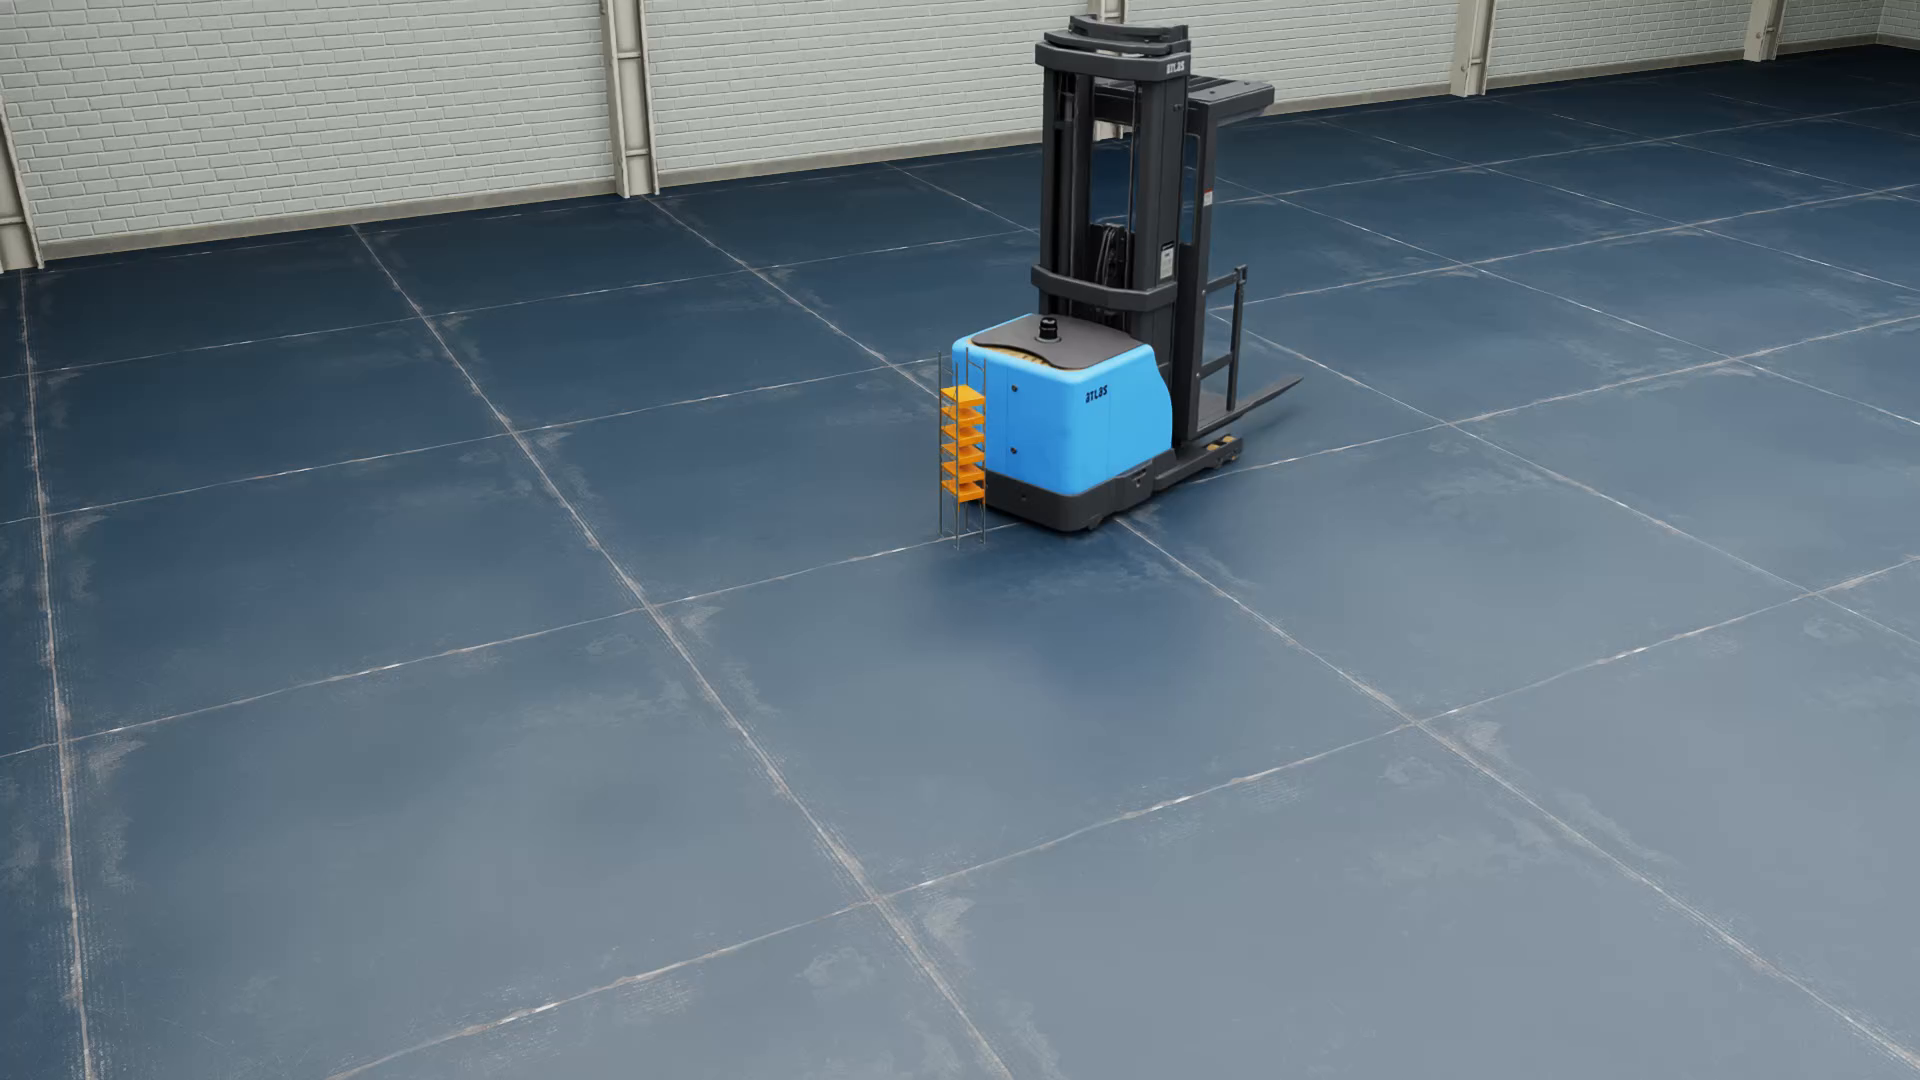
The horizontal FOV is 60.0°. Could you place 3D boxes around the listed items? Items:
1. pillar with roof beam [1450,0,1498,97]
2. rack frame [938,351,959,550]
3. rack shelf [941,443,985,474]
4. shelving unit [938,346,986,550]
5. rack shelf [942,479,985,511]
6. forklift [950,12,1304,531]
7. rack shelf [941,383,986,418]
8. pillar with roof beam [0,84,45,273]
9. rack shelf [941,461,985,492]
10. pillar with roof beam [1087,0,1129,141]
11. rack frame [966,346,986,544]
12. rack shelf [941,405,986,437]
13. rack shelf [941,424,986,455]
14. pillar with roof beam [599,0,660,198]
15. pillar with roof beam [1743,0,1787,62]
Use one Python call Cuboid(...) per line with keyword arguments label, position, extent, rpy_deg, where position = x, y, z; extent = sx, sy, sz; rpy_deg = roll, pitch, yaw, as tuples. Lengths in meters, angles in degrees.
Cuboid(label="pillar with roof beam", position=(9.101, -8.640, 17.848), extent=(0.400, 9.000, 9.100), rpy_deg=(-13, 29, -25))
Cuboid(label="rack frame", position=(-0.068, -0.525, 9.958), extent=(0.006, 1.200, 0.240), rpy_deg=(-13, 29, -25))
Cuboid(label="rack shelf", position=(0.013, -0.504, 10.016), extent=(0.180, 0.103, 0.258), rpy_deg=(-13, 29, -25))
Cuboid(label="shelving unit", position=(0.013, -0.544, 9.996), extent=(0.189, 1.200, 0.258), rpy_deg=(-13, 29, -25))
Cuboid(label="rack shelf", position=(0.013, -0.287, 10.120), extent=(0.180, 0.103, 0.258), rpy_deg=(-13, 29, -25))
Cuboid(label="forklift", position=(1.285, -1.930, 10.884), extent=(1.130, 2.935, 3.031), rpy_deg=(21, 33, 37))
Cuboid(label="rack shelf", position=(0.013, -0.828, 9.860), extent=(0.180, 0.103, 0.258), rpy_deg=(-13, 29, -25))
Cuboid(label="pillar with roof beam", position=(-6.781, -4.974, 10.213), extent=(0.400, 9.000, 9.100), rpy_deg=(-13, 29, -25))
Cuboid(label="rack shelf", position=(0.013, -0.396, 10.068), extent=(0.180, 0.103, 0.258), rpy_deg=(-13, 29, -25))
Cuboid(label="pillar with roof beam", position=(3.807, -7.418, 15.303), extent=(0.400, 9.000, 9.100), rpy_deg=(-13, 29, -25))
Cuboid(label="rack frame", position=(0.094, -0.562, 10.035), extent=(0.006, 1.200, 0.240), rpy_deg=(-13, 29, -25))
Cuboid(label="rack shelf", position=(0.013, -0.720, 9.912), extent=(0.180, 0.103, 0.258), rpy_deg=(-13, 29, -25))
Cuboid(label="rack shelf", position=(0.013, -0.612, 9.964), extent=(0.180, 0.103, 0.258), rpy_deg=(-13, 29, -25))
Cuboid(label="pillar with roof beam", position=(-1.487, -6.196, 12.758), extent=(0.400, 9.000, 9.100), rpy_deg=(-13, 29, -25))
Cuboid(label="pillar with roof beam", position=(14.396, -9.862, 20.393), extent=(0.400, 9.000, 9.100), rpy_deg=(-13, 29, -25))
